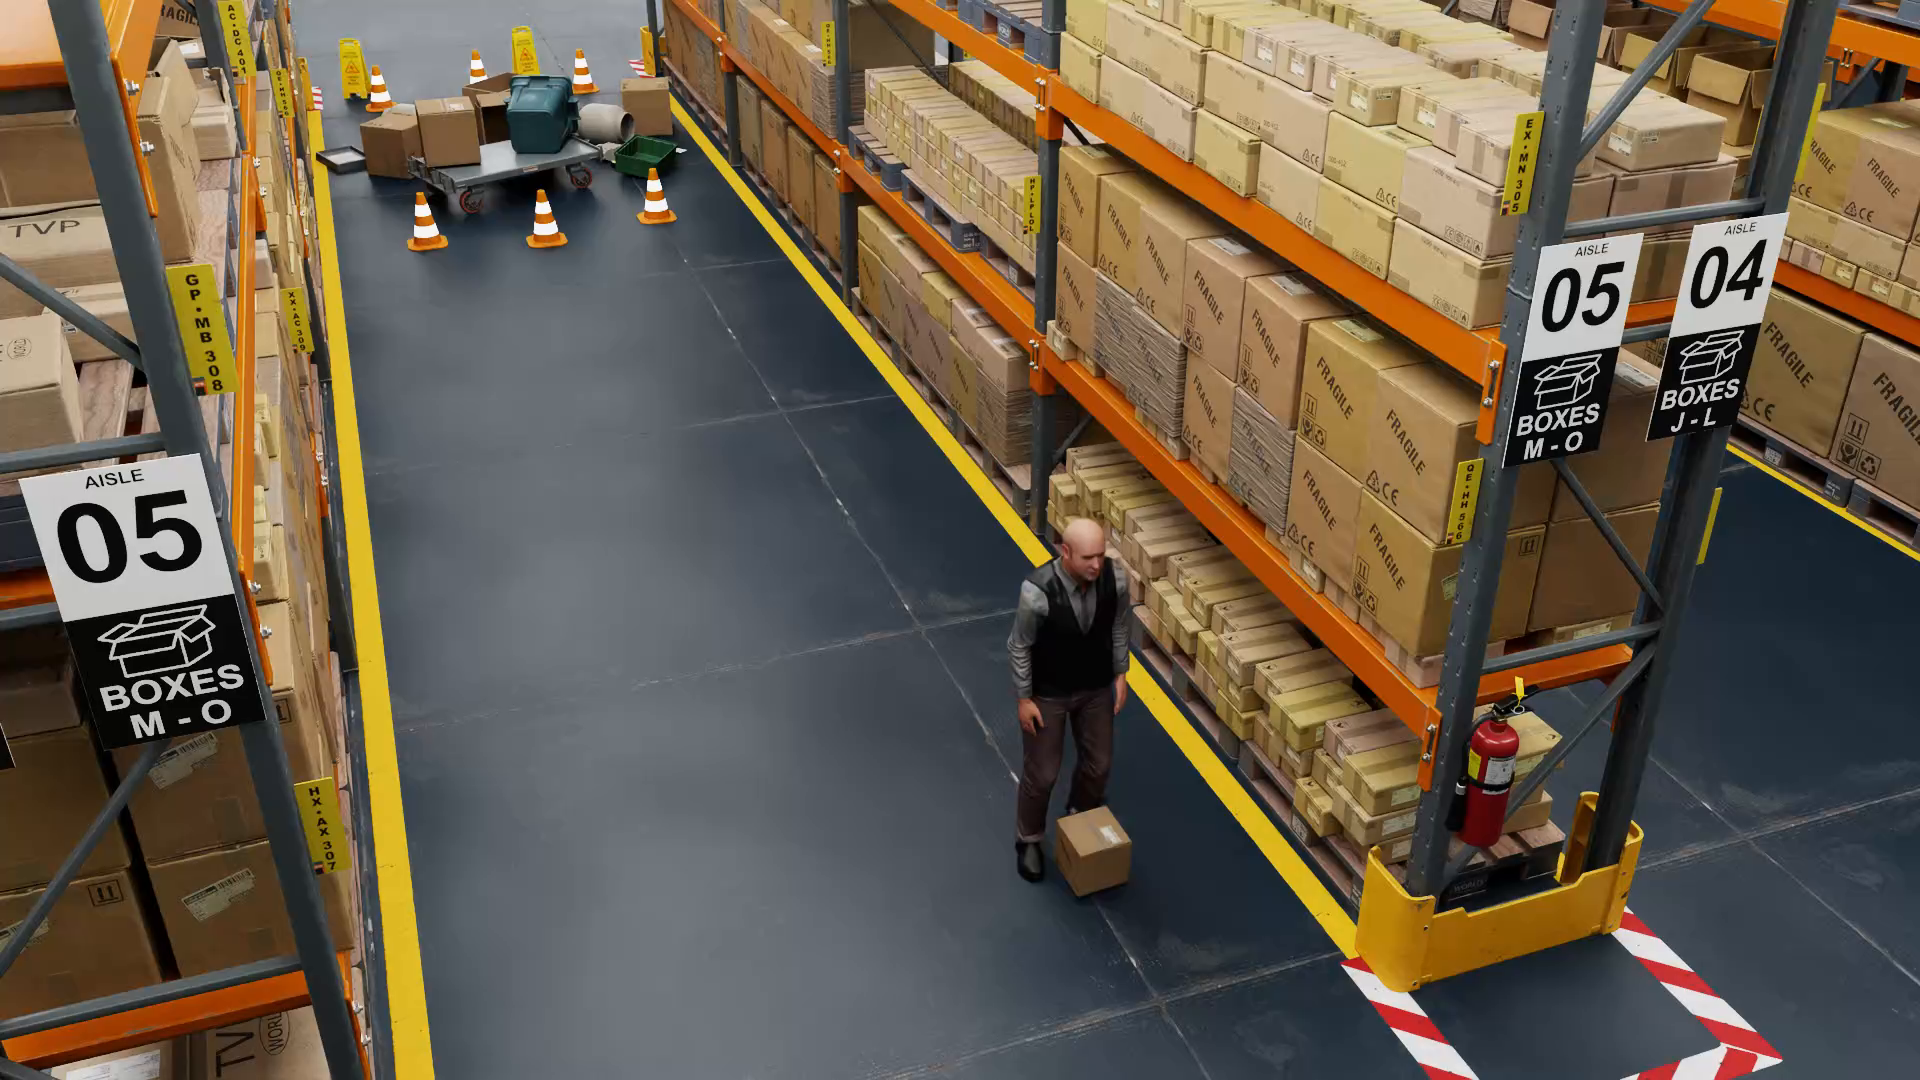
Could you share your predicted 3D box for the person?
[{"bbox_3d":[0.473,0.645,7.238,0.579,1.719,0.423,-12,32,-21],"label":"person"}]
